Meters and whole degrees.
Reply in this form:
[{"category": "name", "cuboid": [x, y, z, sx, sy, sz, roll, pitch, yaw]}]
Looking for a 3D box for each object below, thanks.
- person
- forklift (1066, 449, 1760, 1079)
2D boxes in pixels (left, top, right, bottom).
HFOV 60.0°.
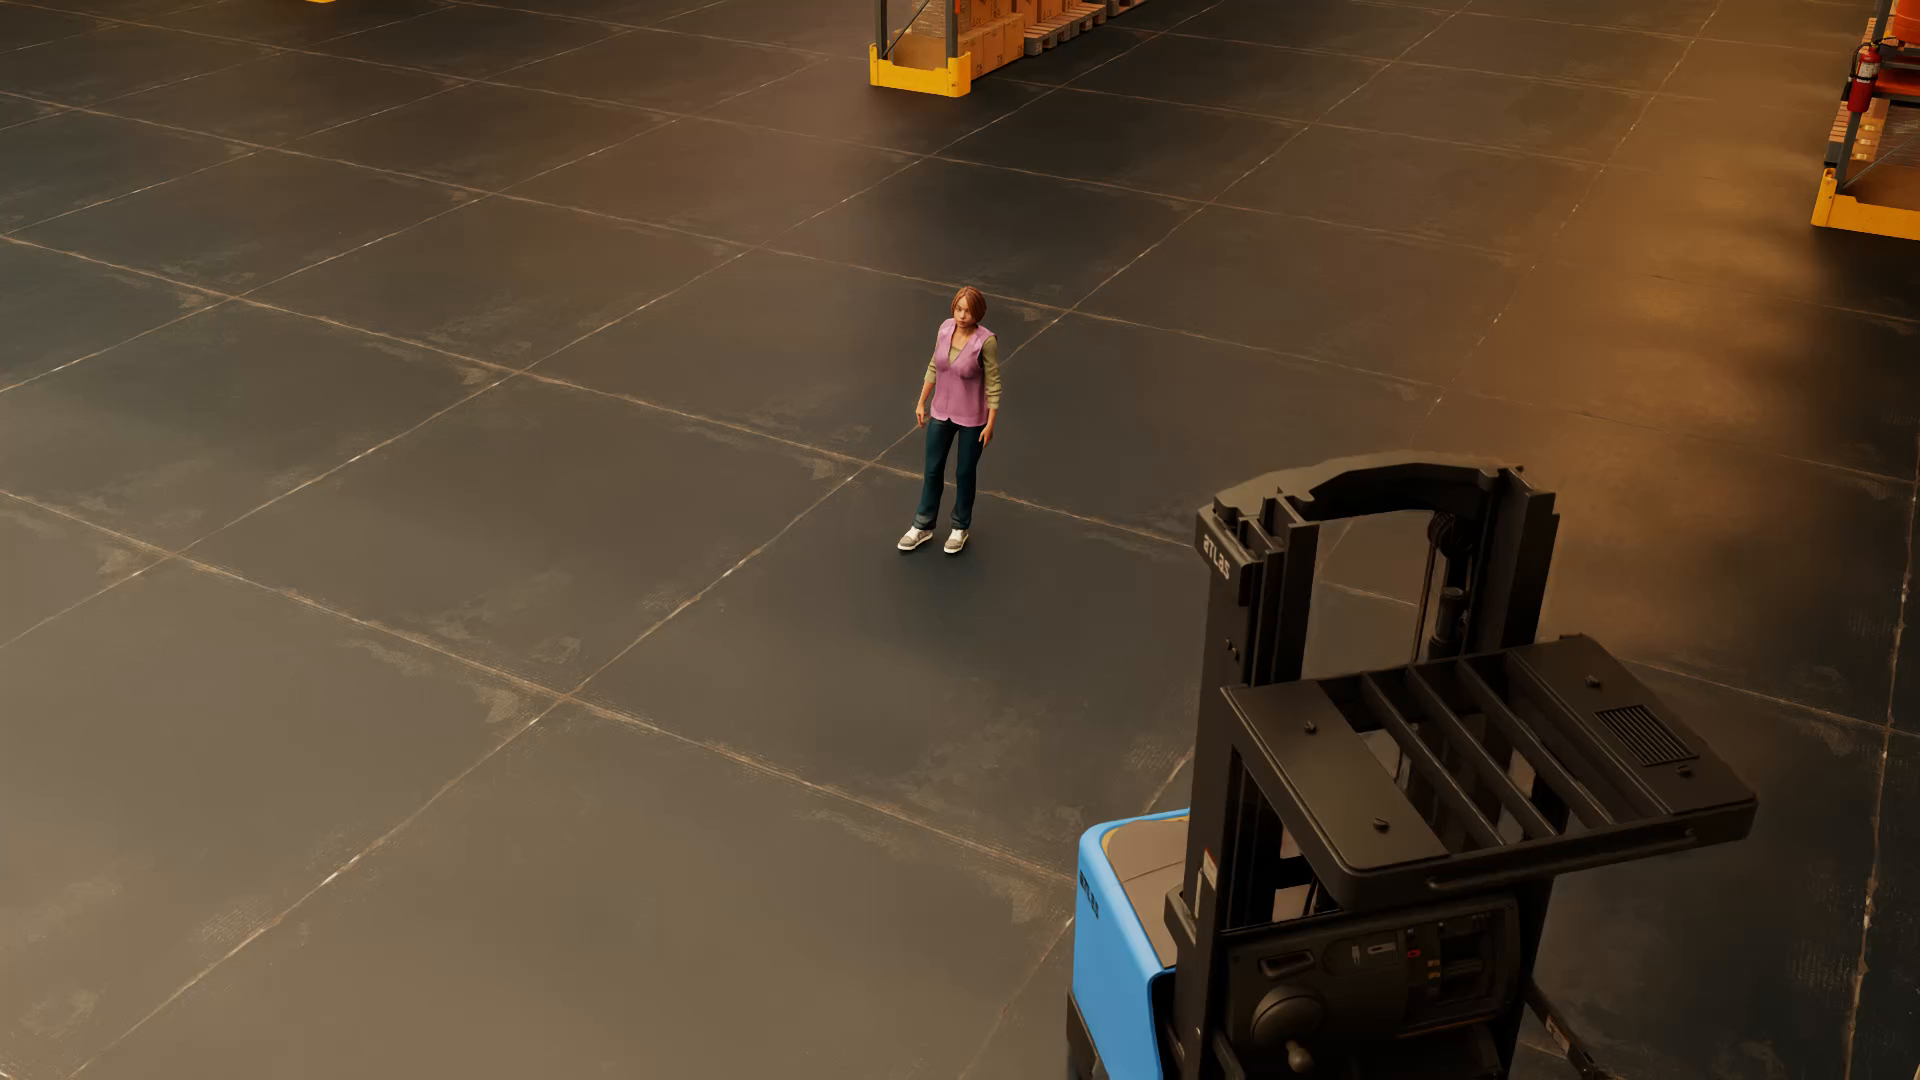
[{"category": "person", "cuboid": [-0.049, -0.669, 9.549, 0.520, 1.599, 0.473, 15, 33, 25]}, {"category": "forklift", "cuboid": [1.280, 1.354, 4.725, 1.130, 2.935, 3.031, -7, 31, -13]}]
